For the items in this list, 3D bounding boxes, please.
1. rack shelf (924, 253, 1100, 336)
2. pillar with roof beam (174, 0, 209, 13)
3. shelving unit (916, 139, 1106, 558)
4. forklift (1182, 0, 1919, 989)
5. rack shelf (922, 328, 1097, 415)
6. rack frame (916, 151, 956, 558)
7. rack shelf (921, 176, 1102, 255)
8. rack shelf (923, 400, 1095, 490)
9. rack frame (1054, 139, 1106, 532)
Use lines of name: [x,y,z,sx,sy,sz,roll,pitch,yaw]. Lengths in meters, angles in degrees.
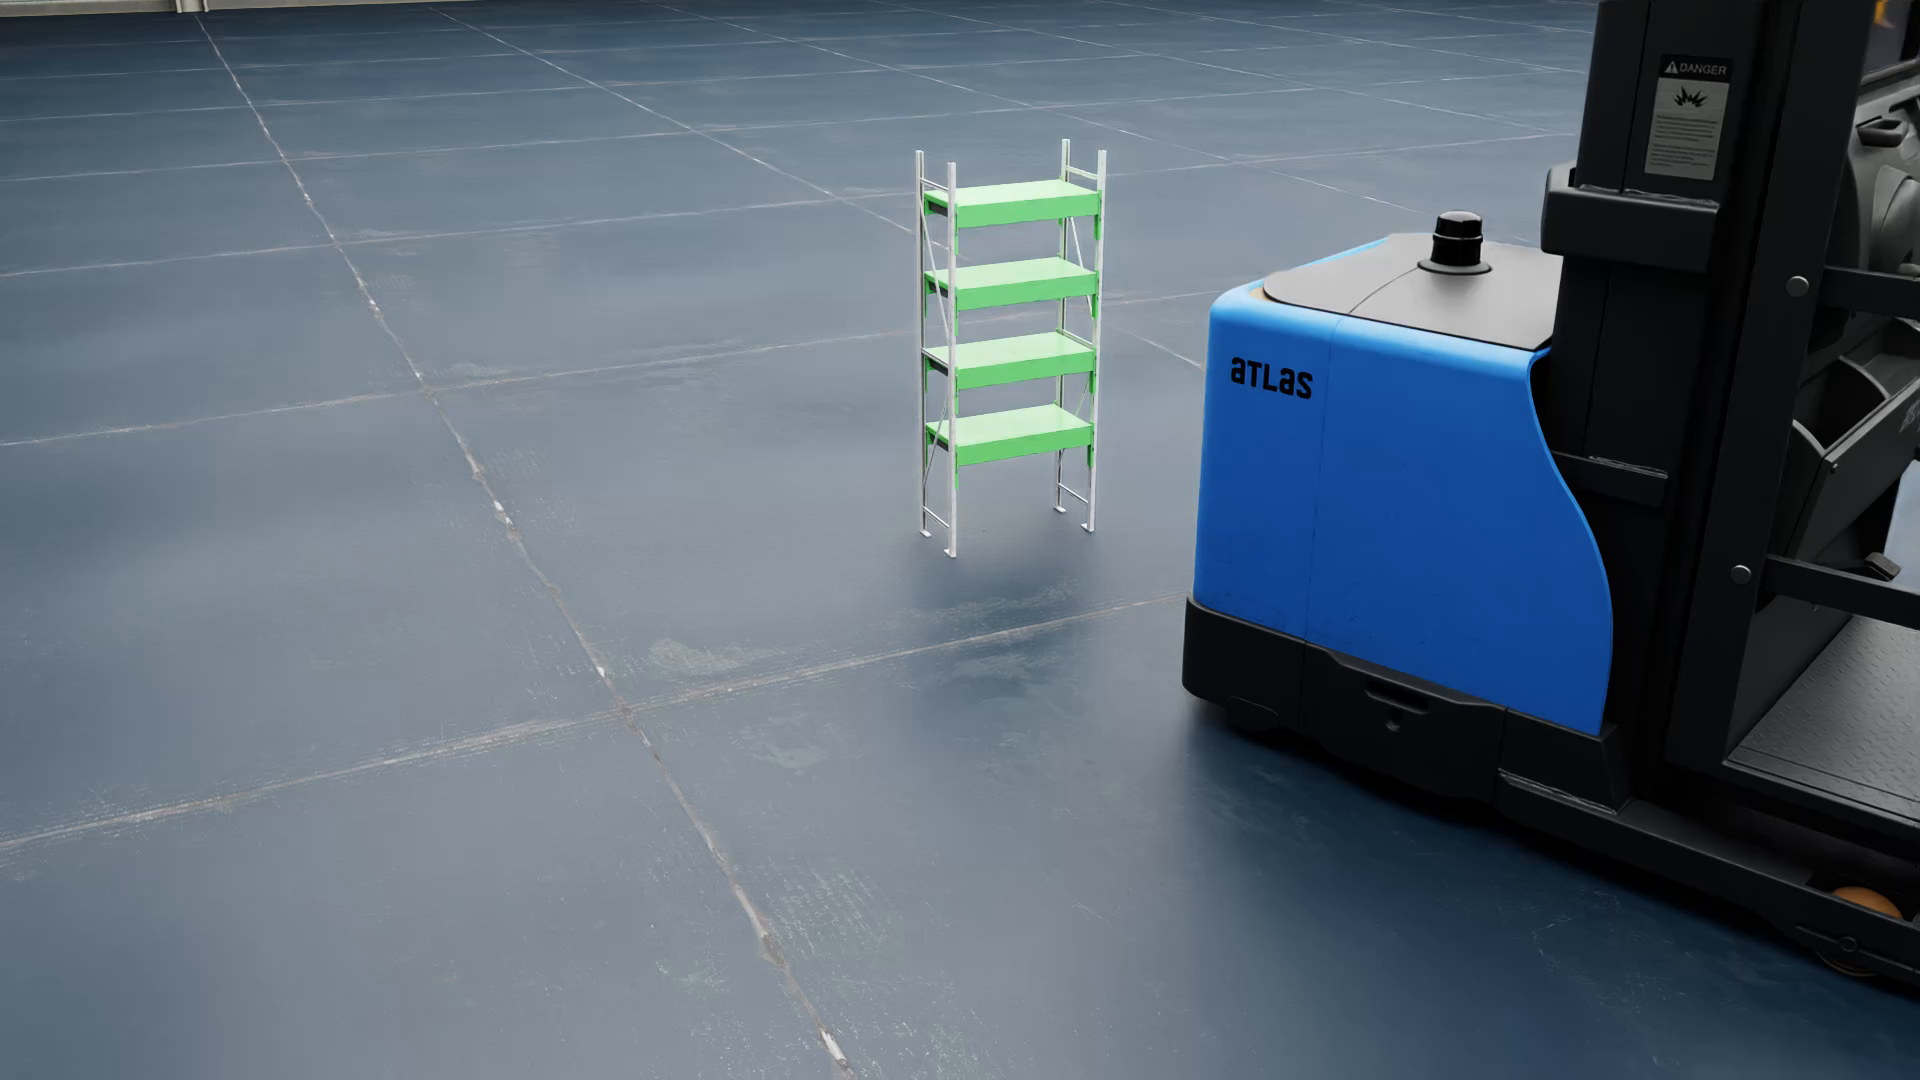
rack shelf: [0.149,-0.745,5.019,0.480,0.148,0.258,-10,25,-24]
pillar with roof beam: [-8.596,-9.886,17.366,0.400,9.000,9.100,-10,25,-24]
shelving unit: [0.149,-0.582,5.087,0.503,1.200,0.258,-10,25,-24]
forklift: [1.999,-0.691,3.086,3.031,2.935,1.130,19,29,38]
rack shelf: [0.149,-0.523,5.111,0.480,0.148,0.258,-10,25,-24]
rack frame: [-0.071,-0.541,4.989,0.015,1.200,0.240,-10,25,-24]
rack shelf: [0.149,-0.966,4.928,0.480,0.148,0.258,-10,25,-24]
rack shelf: [0.149,-0.301,5.203,0.480,0.148,0.258,-10,25,-24]
rack frame: [0.369,-0.622,5.185,0.015,1.200,0.240,-10,25,-24]
